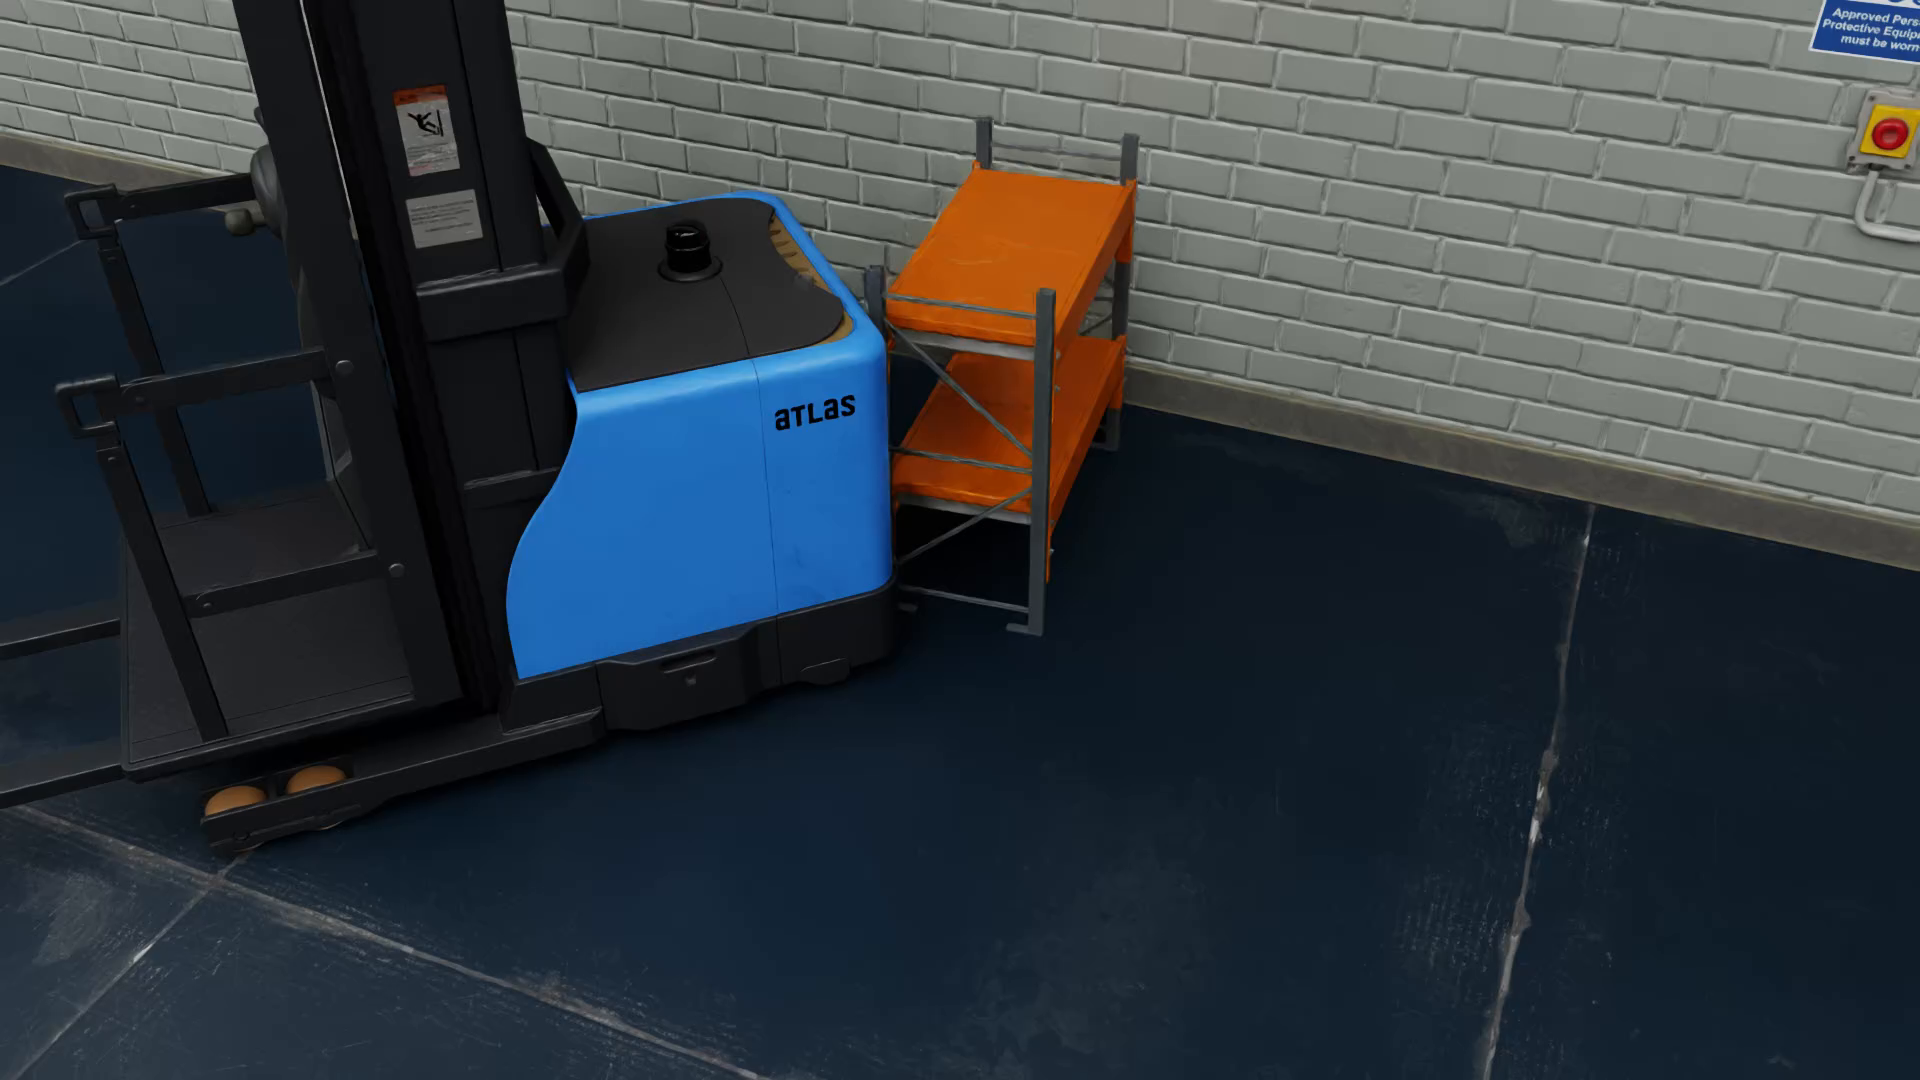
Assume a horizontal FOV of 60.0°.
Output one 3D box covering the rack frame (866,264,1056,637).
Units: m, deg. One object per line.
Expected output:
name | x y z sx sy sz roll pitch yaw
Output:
rack frame | 0.002 -0.218 4.599 0.500 1.125 0.032 10 38 14

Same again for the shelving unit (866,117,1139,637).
shelving unit | 0.149 -0.509 4.989 0.538 1.125 1.048 10 38 14

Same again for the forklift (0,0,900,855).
forklift | -1.741 -0.748 3.803 3.031 2.935 1.130 -14 39 -18

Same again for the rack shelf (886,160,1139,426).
rack shelf | 0.147 -0.744 4.814 0.538 0.278 1.000 10 38 14

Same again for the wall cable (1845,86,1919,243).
wall cable | 2.443 -1.627 4.046 0.585 1.953 0.123 14 39 18

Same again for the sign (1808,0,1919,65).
sign | 2.422 -1.360 4.339 0.327 0.218 0.001 14 39 18

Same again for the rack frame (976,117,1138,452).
rack frame | 0.295 -0.801 5.379 0.500 1.125 0.032 10 38 14

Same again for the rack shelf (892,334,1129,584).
rack shelf | 0.150 -0.313 5.135 0.538 0.278 1.000 10 38 14
